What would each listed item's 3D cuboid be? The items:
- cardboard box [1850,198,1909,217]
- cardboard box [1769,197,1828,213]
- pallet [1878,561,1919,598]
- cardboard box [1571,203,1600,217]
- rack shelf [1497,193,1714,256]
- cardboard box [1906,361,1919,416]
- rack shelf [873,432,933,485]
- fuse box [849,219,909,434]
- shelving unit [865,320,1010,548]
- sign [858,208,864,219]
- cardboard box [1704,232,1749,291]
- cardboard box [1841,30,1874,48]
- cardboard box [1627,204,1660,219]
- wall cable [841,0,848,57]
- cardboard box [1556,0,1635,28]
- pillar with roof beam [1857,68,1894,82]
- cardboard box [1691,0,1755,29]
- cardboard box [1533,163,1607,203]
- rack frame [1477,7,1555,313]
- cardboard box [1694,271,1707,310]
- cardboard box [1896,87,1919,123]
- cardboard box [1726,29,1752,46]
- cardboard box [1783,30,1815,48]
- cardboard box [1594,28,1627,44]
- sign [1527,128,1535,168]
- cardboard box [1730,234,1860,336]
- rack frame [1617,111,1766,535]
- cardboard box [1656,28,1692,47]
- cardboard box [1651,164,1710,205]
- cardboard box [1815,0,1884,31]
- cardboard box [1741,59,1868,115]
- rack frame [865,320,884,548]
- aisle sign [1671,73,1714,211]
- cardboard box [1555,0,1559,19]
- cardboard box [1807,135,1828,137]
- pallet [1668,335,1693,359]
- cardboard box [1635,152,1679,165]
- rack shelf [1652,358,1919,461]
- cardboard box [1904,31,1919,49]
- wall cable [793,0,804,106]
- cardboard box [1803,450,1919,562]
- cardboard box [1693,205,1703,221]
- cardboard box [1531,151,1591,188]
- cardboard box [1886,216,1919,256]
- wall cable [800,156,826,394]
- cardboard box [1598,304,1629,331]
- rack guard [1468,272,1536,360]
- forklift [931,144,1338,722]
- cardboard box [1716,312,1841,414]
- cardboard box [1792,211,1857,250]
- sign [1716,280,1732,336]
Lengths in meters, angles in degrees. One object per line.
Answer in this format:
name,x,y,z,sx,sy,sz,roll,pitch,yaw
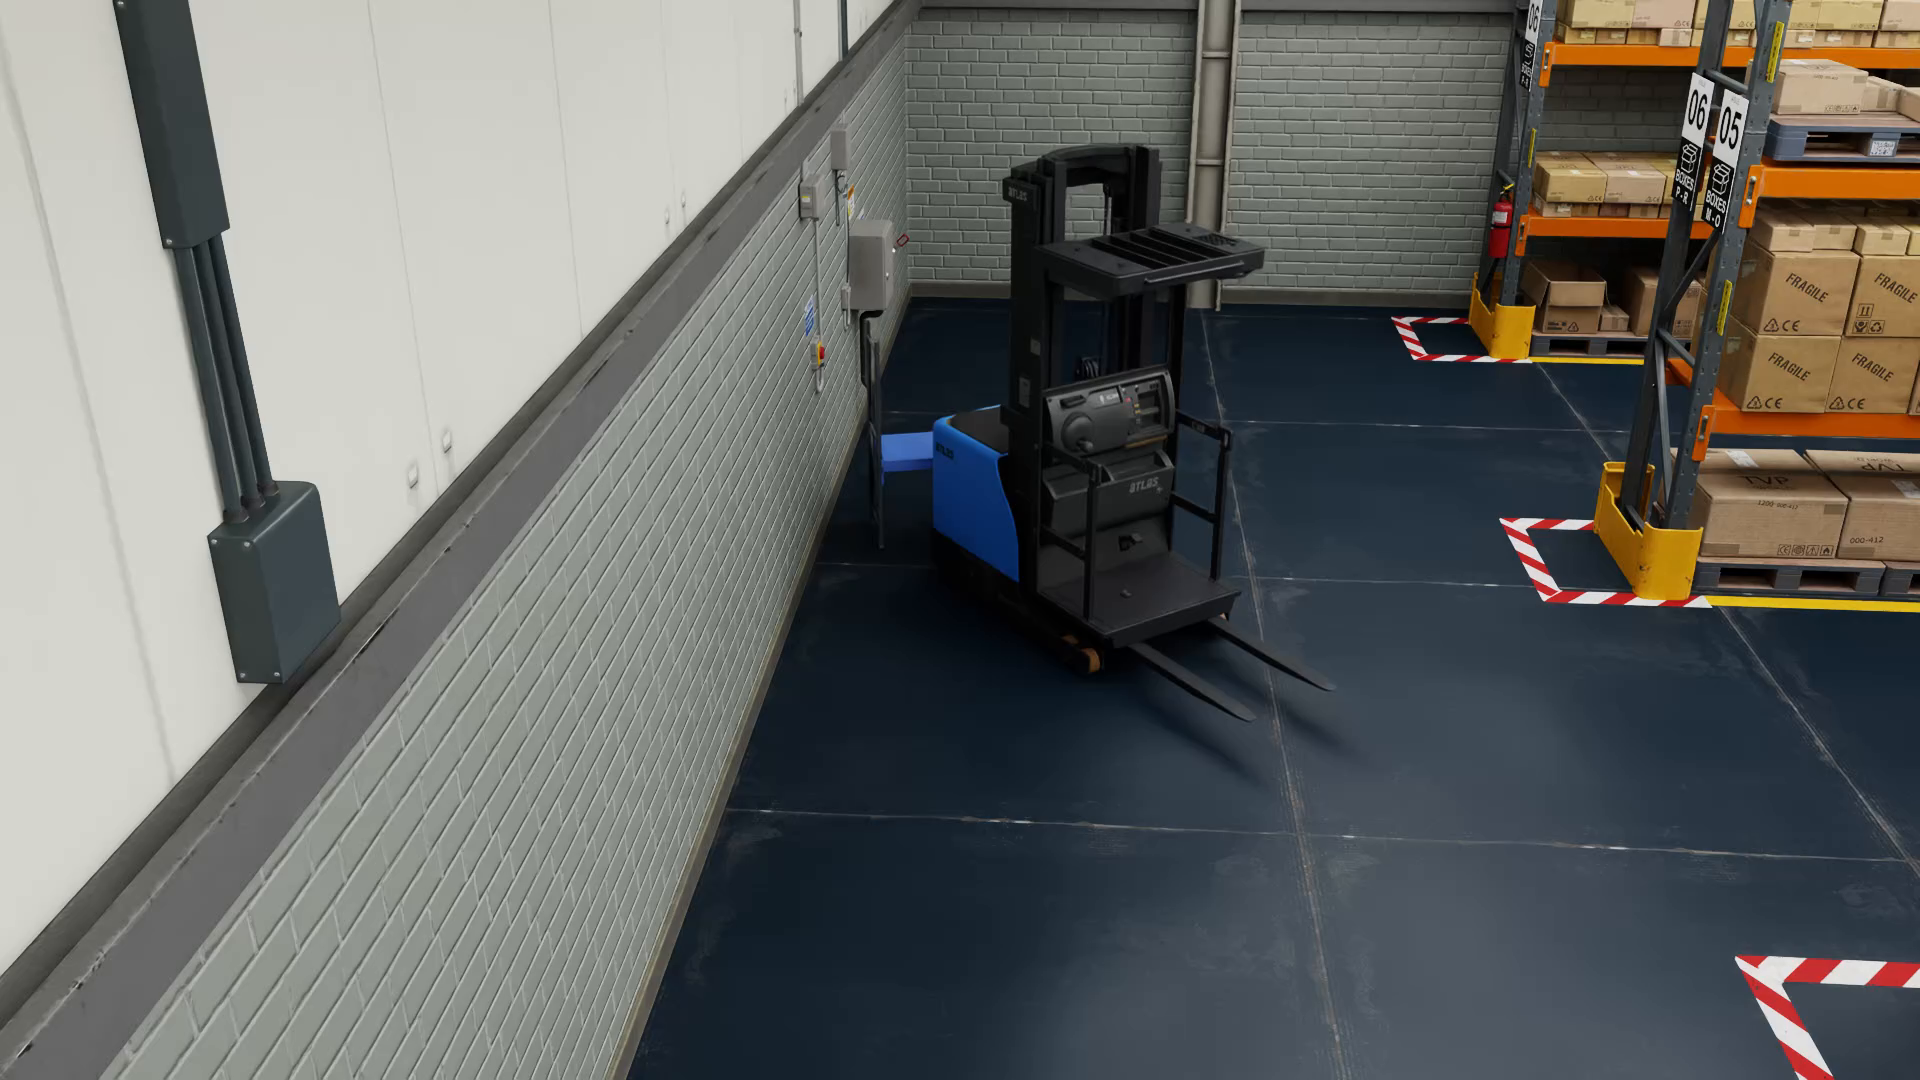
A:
cardboard box,5.826,-2.082,10.594,0.250,0.149,0.380,2,25,5
cardboard box,5.314,-2.080,10.590,0.250,0.149,0.380,2,25,5
pallet,6.702,0.088,11.306,1.213,0.211,1.003,2,25,4
cardboard box,5.626,-3.053,15.097,0.250,0.149,0.380,2,25,5
rack shelf,7.057,-2.890,15.303,4.000,0.370,1.077,2,25,4
cardboard box,6.155,-1.094,10.419,0.500,0.500,0.500,2,25,4
rack shelf,-0.094,-0.604,11.699,1.000,0.185,0.538,-4,25,-9
fuse box,-0.632,-1.668,13.328,0.414,1.711,0.539,2,25,4
shelving unit,-0.094,-0.767,11.624,1.048,1.500,0.538,-4,25,-9
sign,-0.800,-2.423,13.540,0.001,0.494,0.329,2,25,4
cardboard box,5.185,-1.795,10.747,0.500,0.500,0.500,3,25,6
cardboard box,7.650,-4.341,14.309,0.250,0.149,0.380,3,25,6
cardboard box,6.138,-3.025,15.037,0.250,0.149,0.380,3,25,6
wall cable,-0.696,-5.492,12.875,0.133,3.039,2.988,2,25,4
cardboard box,5.484,-4.582,14.355,0.500,0.250,0.500,2,25,3
pillar with roof beam,8.096,-4.482,10.724,0.400,9.000,9.100,2,25,4
cardboard box,6.502,-4.553,14.291,0.500,0.250,0.500,1,25,2
cardboard box,5.494,-3.221,14.985,0.500,0.250,0.500,2,25,4
rack frame,5.062,-3.281,15.291,0.127,3.000,1.000,2,25,4
cardboard box,7.034,-2.175,15.376,0.500,0.500,0.500,2,25,5
cardboard box,5.753,-2.566,9.828,0.250,0.149,0.380,3,25,6
cardboard box,6.634,-4.371,14.373,0.250,0.149,0.380,2,25,3
cardboard box,7.132,-4.327,14.276,0.250,0.149,0.380,2,25,5
cardboard box,5.626,-4.425,14.489,0.250,0.149,0.380,2,25,5
sign,5.021,-3.448,14.619,0.005,0.325,0.100,2,25,4
cardboard box,5.143,-1.577,10.274,0.500,0.500,0.500,1,25,3
rack frame,4.686,-1.212,10.795,0.127,3.000,1.000,2,25,4
cardboard box,6.121,-4.358,14.346,0.250,0.149,0.380,2,25,5
cardboard box,6.503,-3.190,14.918,0.500,0.250,0.500,1,25,3
cardboard box,7.521,-4.527,14.235,0.500,0.250,0.500,2,25,5
cardboard box,5.142,-2.766,10.141,0.500,0.250,0.500,0,25,-1
rack frame,-0.594,-0.730,11.541,0.032,1.500,0.500,-4,25,-9
aisle sign,4.638,-2.524,10.537,0.004,0.787,0.394,2,25,4
cardboard box,5.527,-4.809,14.849,0.500,0.250,0.500,1,25,3
cardboard box,7.586,-3.719,15.170,0.500,0.500,0.500,1,25,3
pallet,7.146,-1.946,15.727,1.213,0.211,1.003,2,25,4
cardboard box,6.549,-3.409,15.393,0.500,0.250,0.500,3,25,6
rack shelf,6.680,-0.821,10.806,4.000,0.370,1.077,2,25,4
cardboard box,8.159,-4.311,14.242,0.250,0.149,0.380,3,25,6
wall cable,-1.007,-4.002,9.681,0.029,3.000,0.463,2,25,4
cardboard box,6.265,-0.233,11.231,0.875,0.438,0.875,2,25,5
cardboard box,6.650,-2.980,14.938,0.250,0.149,0.380,1,25,2
cardboard box,5.541,-3.444,15.469,0.500,0.250,0.500,3,25,6
cardboard box,5.800,-1.844,10.076,0.250,0.149,0.380,1,25,2
wall cable,-0.938,-1.858,10.947,0.123,1.953,0.585,2,25,4
cardboard box,6.086,-2.087,15.606,0.250,0.149,0.380,1,25,2
rack guard,5.138,-2.143,15.808,0.348,0.500,1.175,2,25,4
forklift,1.030,-0.744,9.861,1.130,2.935,3.031,-15,29,-30
cardboard box,5.143,-1.122,10.481,0.500,0.500,0.500,2,25,4
cardboard box,5.286,-1.901,10.200,0.250,0.149,0.380,2,25,5
sign,4.638,-1.410,10.095,0.005,0.325,0.100,2,25,4
